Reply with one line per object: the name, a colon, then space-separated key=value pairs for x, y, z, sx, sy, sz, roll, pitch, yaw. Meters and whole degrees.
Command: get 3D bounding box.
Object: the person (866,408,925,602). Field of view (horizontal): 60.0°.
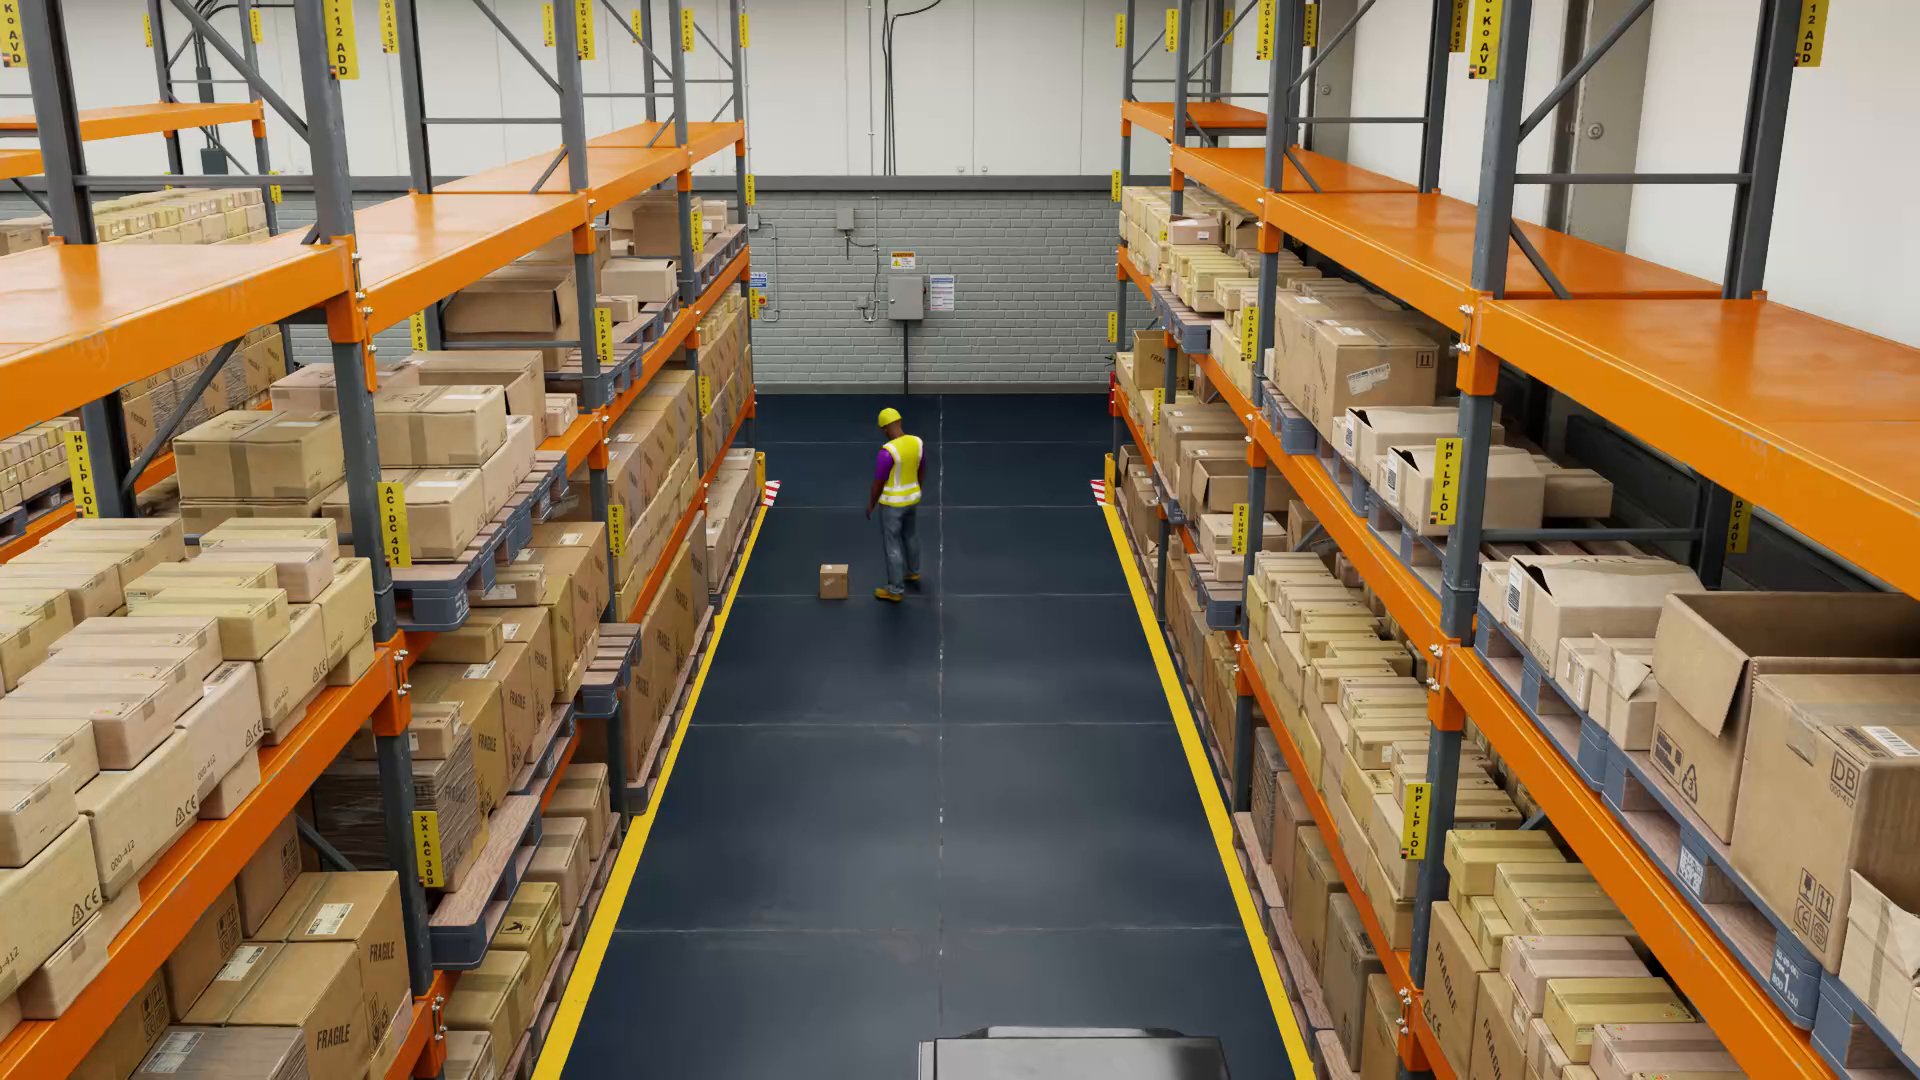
person: x=-0.573 y=-0.371 z=15.256 sx=0.501 sy=1.762 sz=0.763 roll=12 pitch=21 yaw=35
